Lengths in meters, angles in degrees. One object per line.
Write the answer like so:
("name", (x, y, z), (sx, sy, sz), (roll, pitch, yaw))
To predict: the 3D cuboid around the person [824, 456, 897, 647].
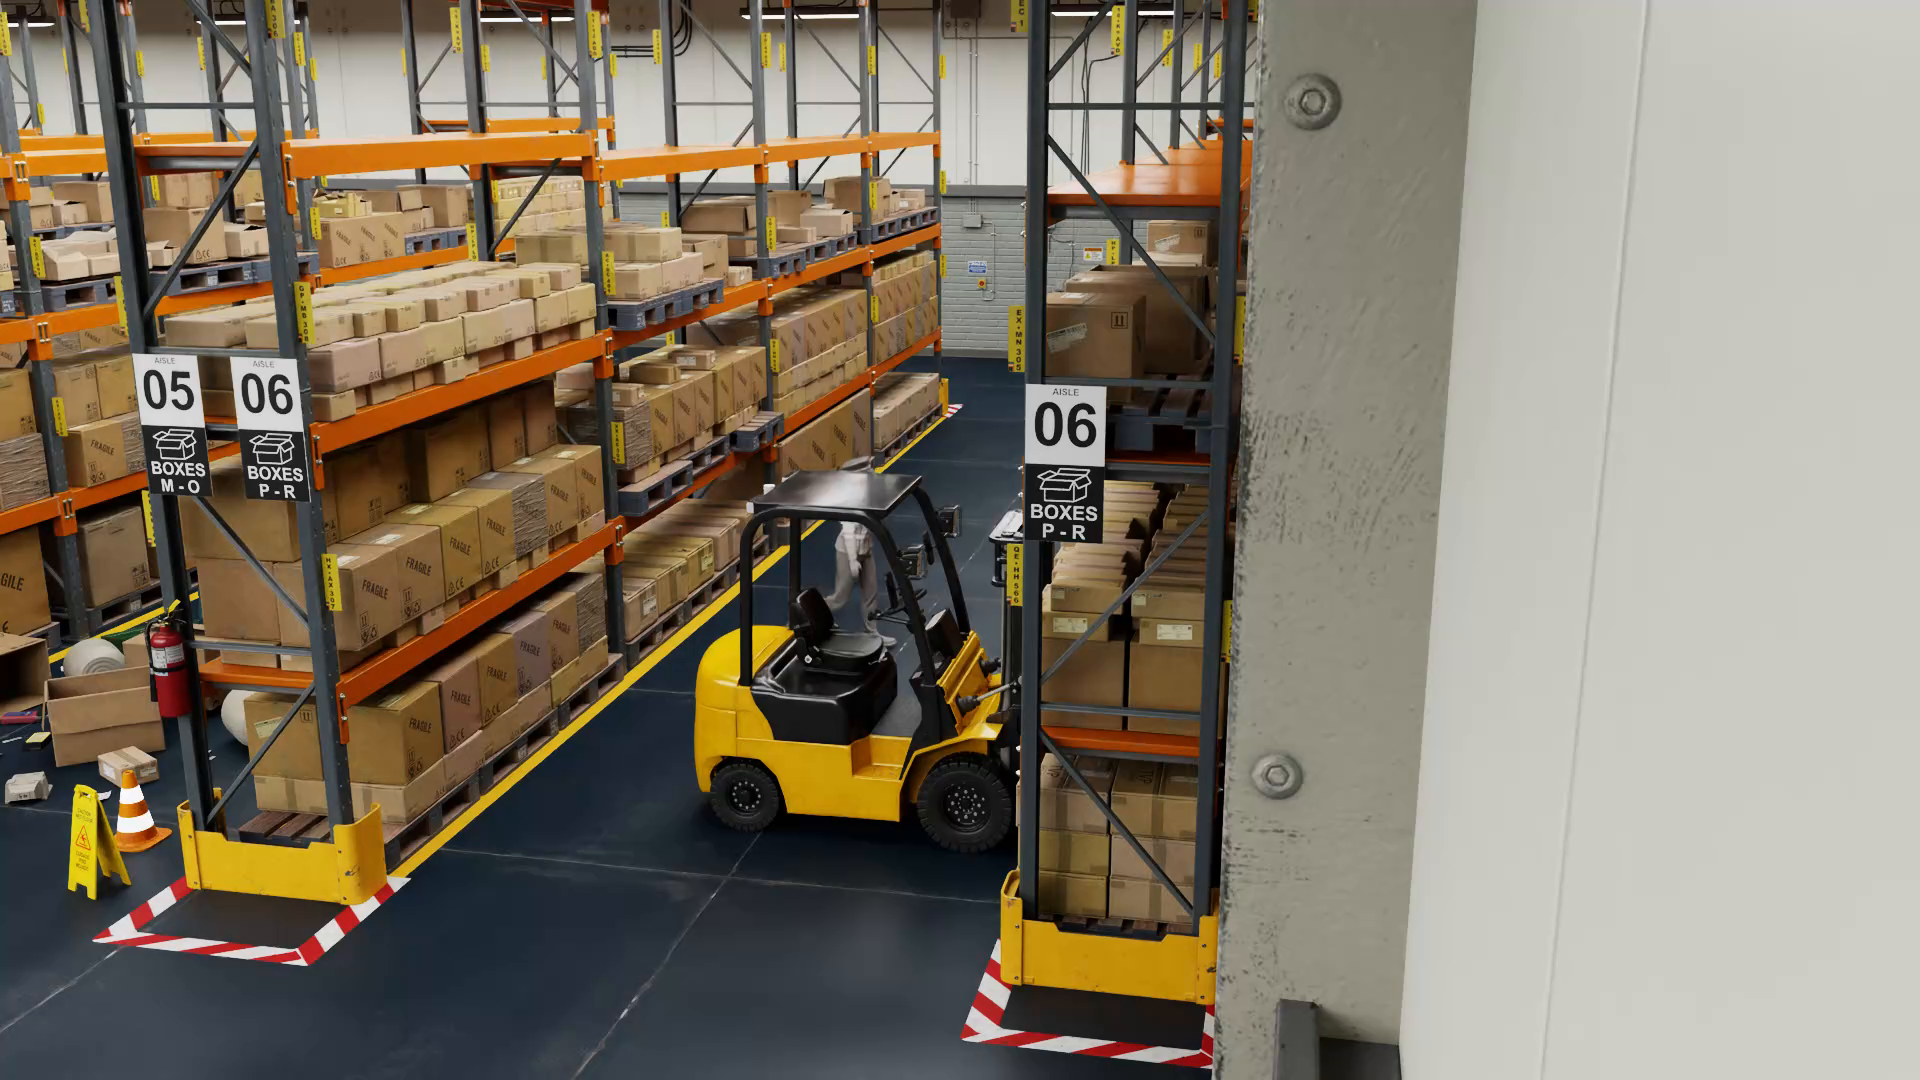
("person", (-0.970, 0.107, 14.014), (0.821, 1.663, 0.532), (4, 15, 15))
